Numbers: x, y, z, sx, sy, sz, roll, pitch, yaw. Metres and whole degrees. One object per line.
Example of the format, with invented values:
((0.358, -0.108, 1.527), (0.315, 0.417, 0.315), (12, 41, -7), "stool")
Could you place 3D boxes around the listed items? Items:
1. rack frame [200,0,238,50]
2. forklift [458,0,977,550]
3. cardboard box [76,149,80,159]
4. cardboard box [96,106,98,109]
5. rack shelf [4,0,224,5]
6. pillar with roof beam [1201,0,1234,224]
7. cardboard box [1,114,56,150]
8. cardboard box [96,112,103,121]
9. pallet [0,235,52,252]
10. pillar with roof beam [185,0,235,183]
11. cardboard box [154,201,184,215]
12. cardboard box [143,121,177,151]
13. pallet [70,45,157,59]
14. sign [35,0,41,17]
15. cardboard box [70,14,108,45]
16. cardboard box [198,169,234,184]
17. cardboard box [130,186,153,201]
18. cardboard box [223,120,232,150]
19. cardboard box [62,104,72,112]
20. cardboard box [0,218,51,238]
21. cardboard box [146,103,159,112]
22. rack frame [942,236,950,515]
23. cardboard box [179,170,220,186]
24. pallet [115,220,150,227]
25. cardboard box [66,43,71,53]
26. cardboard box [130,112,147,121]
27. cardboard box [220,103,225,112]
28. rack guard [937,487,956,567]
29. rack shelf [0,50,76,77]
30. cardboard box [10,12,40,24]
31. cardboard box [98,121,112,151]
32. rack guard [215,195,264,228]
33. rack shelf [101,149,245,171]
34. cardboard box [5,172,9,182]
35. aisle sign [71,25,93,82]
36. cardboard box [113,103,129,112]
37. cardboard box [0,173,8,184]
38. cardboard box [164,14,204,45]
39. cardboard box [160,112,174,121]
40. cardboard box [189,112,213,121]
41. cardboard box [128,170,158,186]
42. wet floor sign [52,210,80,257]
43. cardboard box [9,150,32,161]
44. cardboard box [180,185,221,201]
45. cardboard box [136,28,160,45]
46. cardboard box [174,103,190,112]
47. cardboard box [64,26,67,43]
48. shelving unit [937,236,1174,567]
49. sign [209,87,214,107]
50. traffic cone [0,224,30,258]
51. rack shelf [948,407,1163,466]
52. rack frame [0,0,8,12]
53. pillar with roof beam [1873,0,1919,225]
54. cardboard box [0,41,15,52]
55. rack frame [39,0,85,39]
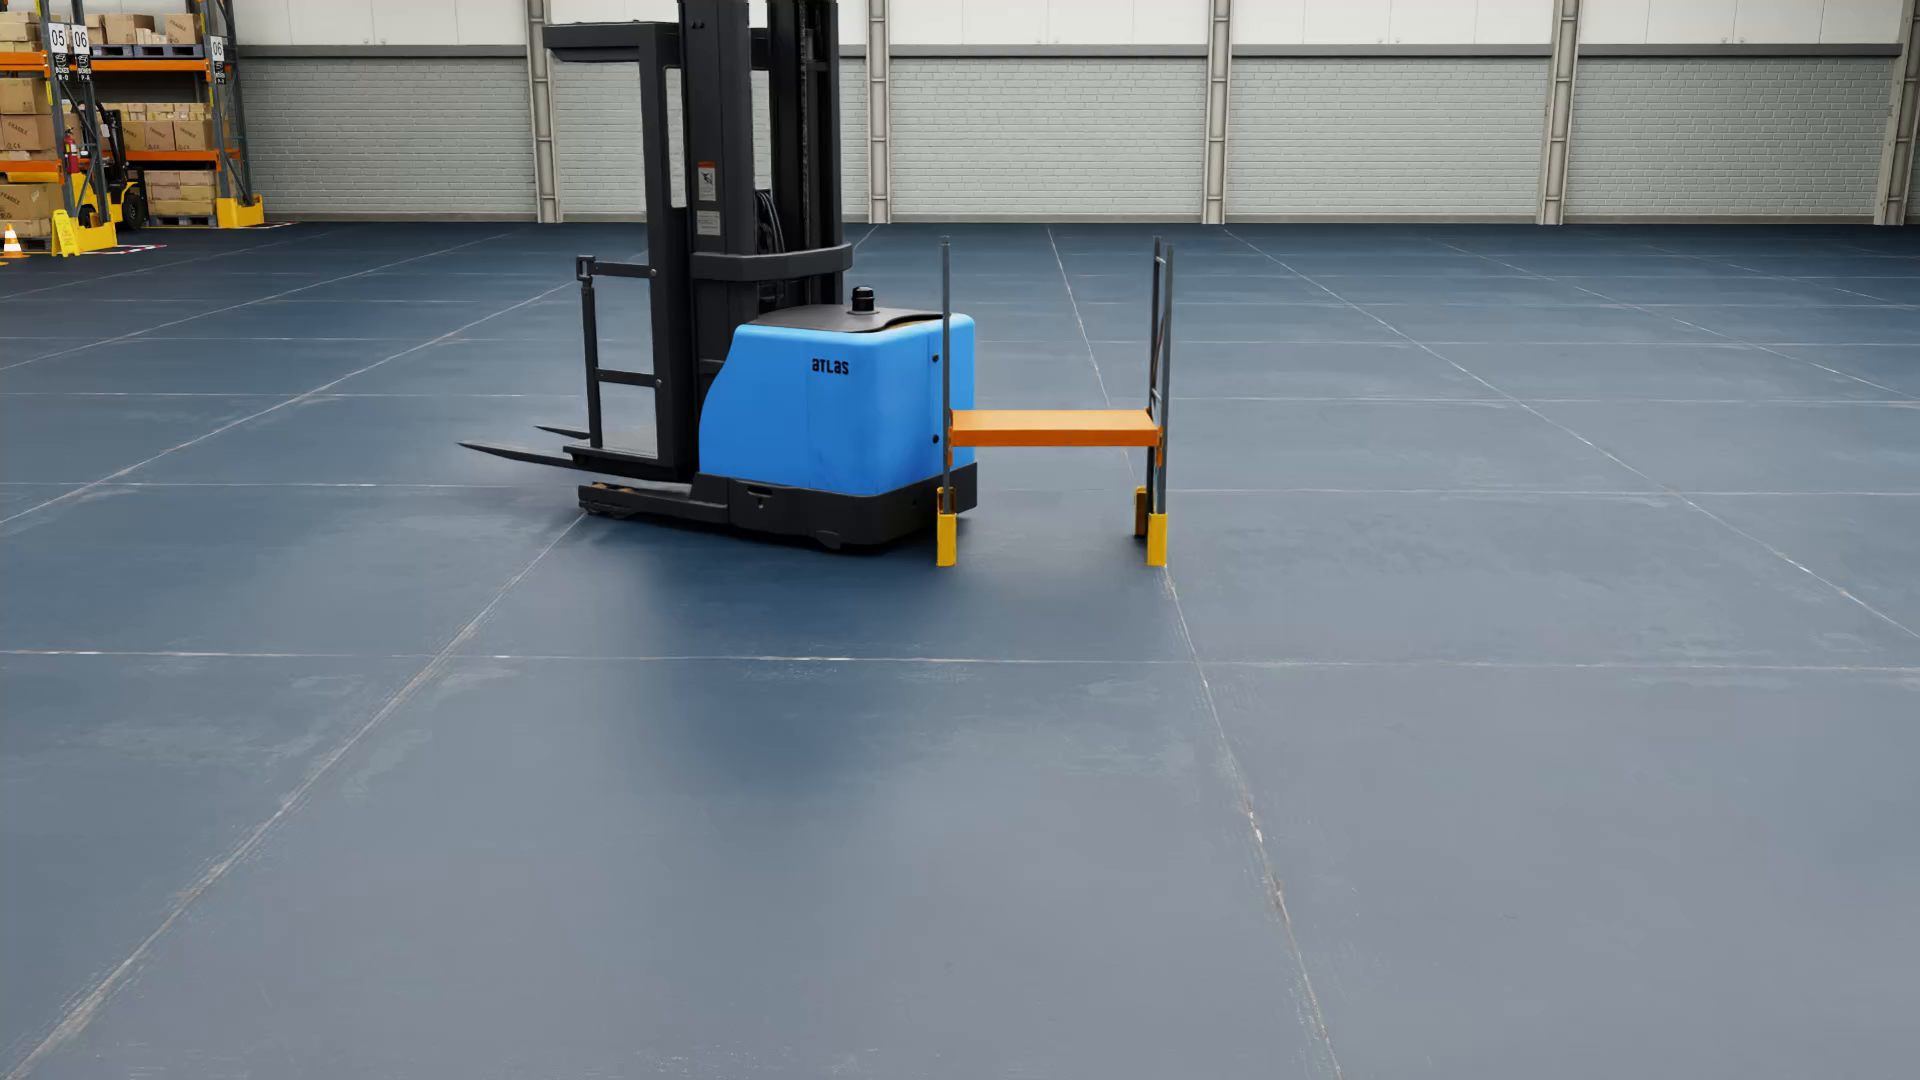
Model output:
((-12.768, -9.936, 28.359), (0.127, 3.000, 1.000), (0, 15, 1), "rack frame")
((-1.432, -1.629, 8.769), (3.031, 2.935, 1.130), (9, 17, 31), "forklift")
((-13.225, -5.702, 24.567), (0.250, 0.149, 0.380), (0, 15, 2), "cardboard box")
((-14.916, -7.504, 28.850), (0.250, 0.149, 0.380), (0, 15, 2), "cardboard box")
((-14.767, -9.407, 28.551), (4.000, 0.370, 1.077), (0, 15, 1), "rack shelf")
((4.443, -8.955, 24.641), (0.400, 9.000, 9.100), (0, 15, 1), "pillar with roof beam")
((-13.441, -5.894, 24.022), (0.500, 0.500, 0.500), (0, 15, 0), "cardboard box")
((-14.910, -7.339, 28.808), (0.250, 0.149, 0.380), (0, 15, 0), "cardboard box")
((-13.778, -4.435, 24.738), (1.213, 0.211, 1.003), (0, 15, 1), "pallet")
((-13.551, -9.072, 25.086), (0.400, 9.000, 9.100), (0, 15, 1), "pillar with roof beam")
((-13.743, -5.836, 29.149), (0.500, 0.250, 0.500), (0, 15, 1), "cardboard box")
((-13.785, -7.025, 28.891), (0.500, 0.500, 0.500), (1, 15, 3), "cardboard box")
((-14.697, -8.461, 28.823), (1.213, 0.211, 1.003), (0, 15, 1), "pallet")
((-12.925, -7.506, 23.294), (0.005, 0.325, 0.100), (0, 15, 1), "sign")
((-14.822, -8.773, 28.611), (0.637, 0.503, 0.797), (1, 15, 3), "cardboard box")
((-13.244, -6.443, 29.488), (0.500, 0.250, 0.500), (0, 15, 1), "cardboard box")
((-14.280, -6.078, 29.082), (0.500, 0.250, 0.500), (0, 15, 0), "cardboard box")
((-13.256, -7.157, 29.392), (0.500, 0.500, 0.500), (1, 15, 3), "cardboard box")
((-15.422, -7.488, 28.792), (0.250, 0.149, 0.380), (0, 15, 1), "cardboard box")
((-13.730, -4.579, 24.384), (0.500, 0.250, 0.500), (0, 15, 1), "cardboard box")
((-13.888, -7.498, 28.830), (0.250, 0.149, 0.380), (0, 15, 2), "cardboard box")
((-0.067, -0.673, 7.951), (0.032, 1.500, 0.500), (0, 15, -1), "rack frame")
((-13.236, -6.315, 29.004), (0.500, 0.250, 0.500), (1, 15, 3), "cardboard box")
((-14.750, -5.690, 29.491), (1.213, 0.211, 1.003), (0, 15, 1), "pallet")
((-13.214, -7.183, 24.297), (0.250, 0.149, 0.380), (0, 15, 1), "cardboard box")
((-14.152, -7.333, 28.787), (0.250, 0.149, 0.380), (0, 15, 0), "cardboard box")
((-13.098, -7.597, 29.205), (0.250, 0.149, 0.380), (0, 15, 0), "cardboard box")
((-0.065, -0.069, 8.111), (0.087, 0.250, 0.587), (0, 15, -1), "rack guard")
((-14.890, -6.884, 24.084), (4.000, 0.370, 1.077), (0, 15, 1), "rack shelf")
((-13.237, -7.410, 23.597), (0.250, 0.149, 0.380), (1, 15, 2), "cardboard box")
((-14.800, -7.029, 28.905), (0.500, 0.500, 0.500), (0, 15, 2), "cardboard box")
((-12.744, -5.826, 29.442), (0.348, 0.500, 1.175), (0, 15, 1), "rack guard")
((-14.767, -6.700, 29.265), (4.000, 0.370, 1.077), (0, 15, 1), "rack shelf")
((-16.291, -6.335, 29.077), (0.500, 0.250, 0.500), (0, 15, 1), "cardboard box")
((-12.821, -7.105, 24.292), (0.004, 0.787, 0.394), (0, 15, 1), "aisle sign")
((-14.410, -7.472, 28.730), (0.250, 0.149, 0.380), (1, 15, 3), "cardboard box")
((-14.067, -5.243, 24.157), (0.250, 0.149, 0.380), (1, 15, 3), "cardboard box")
((-13.217, -8.726, 28.438), (0.500, 0.500, 0.500), (1, 15, 3), "cardboard box")
((-13.636, -7.339, 28.809), (0.250, 0.149, 0.380), (1, 15, 2), "cardboard box")
((-13.122, -7.328, 28.766), (0.250, 0.149, 0.380), (1, 15, 2), "cardboard box")
((-14.252, -6.318, 29.013), (0.500, 0.250, 0.500), (1, 15, 2), "cardboard box")
((-12.729, -4.356, 23.587), (0.232, 0.644, 0.267), (6, 16, 21), "wet floor sign")
((-13.527, -5.569, 24.060), (0.250, 0.149, 0.380), (0, 15, 1), "cardboard box")
((-13.263, -6.074, 29.067), (0.500, 0.250, 0.500), (0, 15, 1), "cardboard box")
((-13.858, -8.601, 28.425), (0.258, 0.266, 0.396), (0, 15, 2), "cardboard box")
((-13.379, -7.483, 28.772), (0.250, 0.149, 0.380), (0, 15, 2), "cardboard box")
((-13.387, -7.362, 24.194), (0.500, 0.250, 0.500), (0, 15, 0), "cardboard box")
((0.433, -0.675, 7.957), (1.083, 1.500, 0.587), (0, 15, -1), "shelving unit")
((-12.796, -7.571, 28.422), (0.005, 0.325, 0.100), (0, 15, 1), "sign")
((-13.354, -4.216, 23.413), (0.334, 0.463, 0.336), (0, 15, 1), "traffic cone")
((0.442, -0.501, 8.003), (1.000, 0.185, 0.538), (0, 15, -1), "rack shelf")
((-16.767, -9.962, 28.457), (0.127, 3.000, 1.000), (0, 15, 1), "rack frame")
((16.439, -8.877, 24.345), (0.400, 9.000, 9.100), (0, 15, 1), "pillar with roof beam")
((-13.504, -7.022, 23.688), (0.250, 0.149, 0.380), (0, 15, 2), "cardboard box")
((-12.891, -8.670, 23.561), (0.127, 3.000, 1.000), (0, 15, 1), "rack frame")
